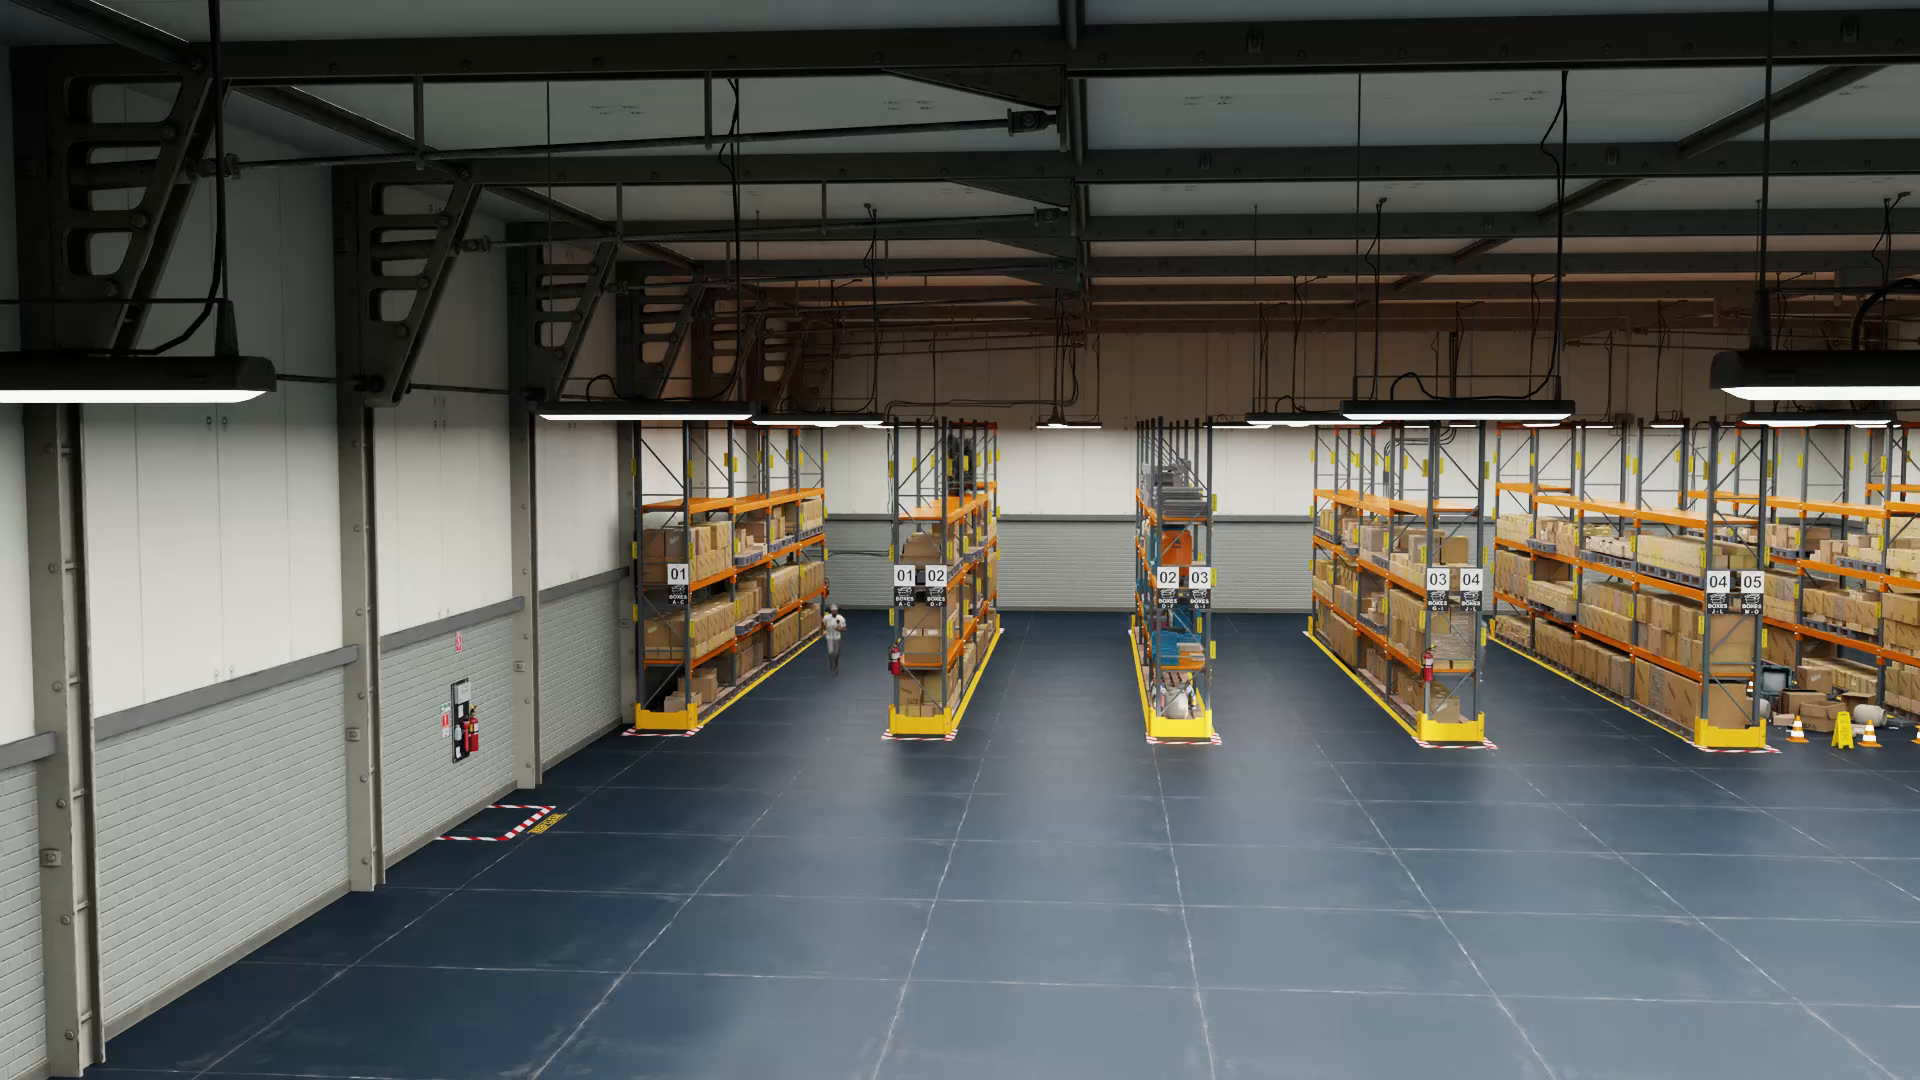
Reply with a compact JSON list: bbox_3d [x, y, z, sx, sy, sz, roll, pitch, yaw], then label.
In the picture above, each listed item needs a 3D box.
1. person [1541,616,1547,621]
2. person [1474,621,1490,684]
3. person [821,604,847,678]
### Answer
[{"bbox_3d":[16.525,1.791,46.677,0.758,1.751,0.959,-3,5,-36],"label":"person"},{"bbox_3d":[11.809,2.455,38.092,0.618,1.653,0.785,0,4,-2],"label":"person"},{"bbox_3d":[-2.954,2.347,38.962,0.599,1.726,0.836,0,4,-2],"label":"person"}]
